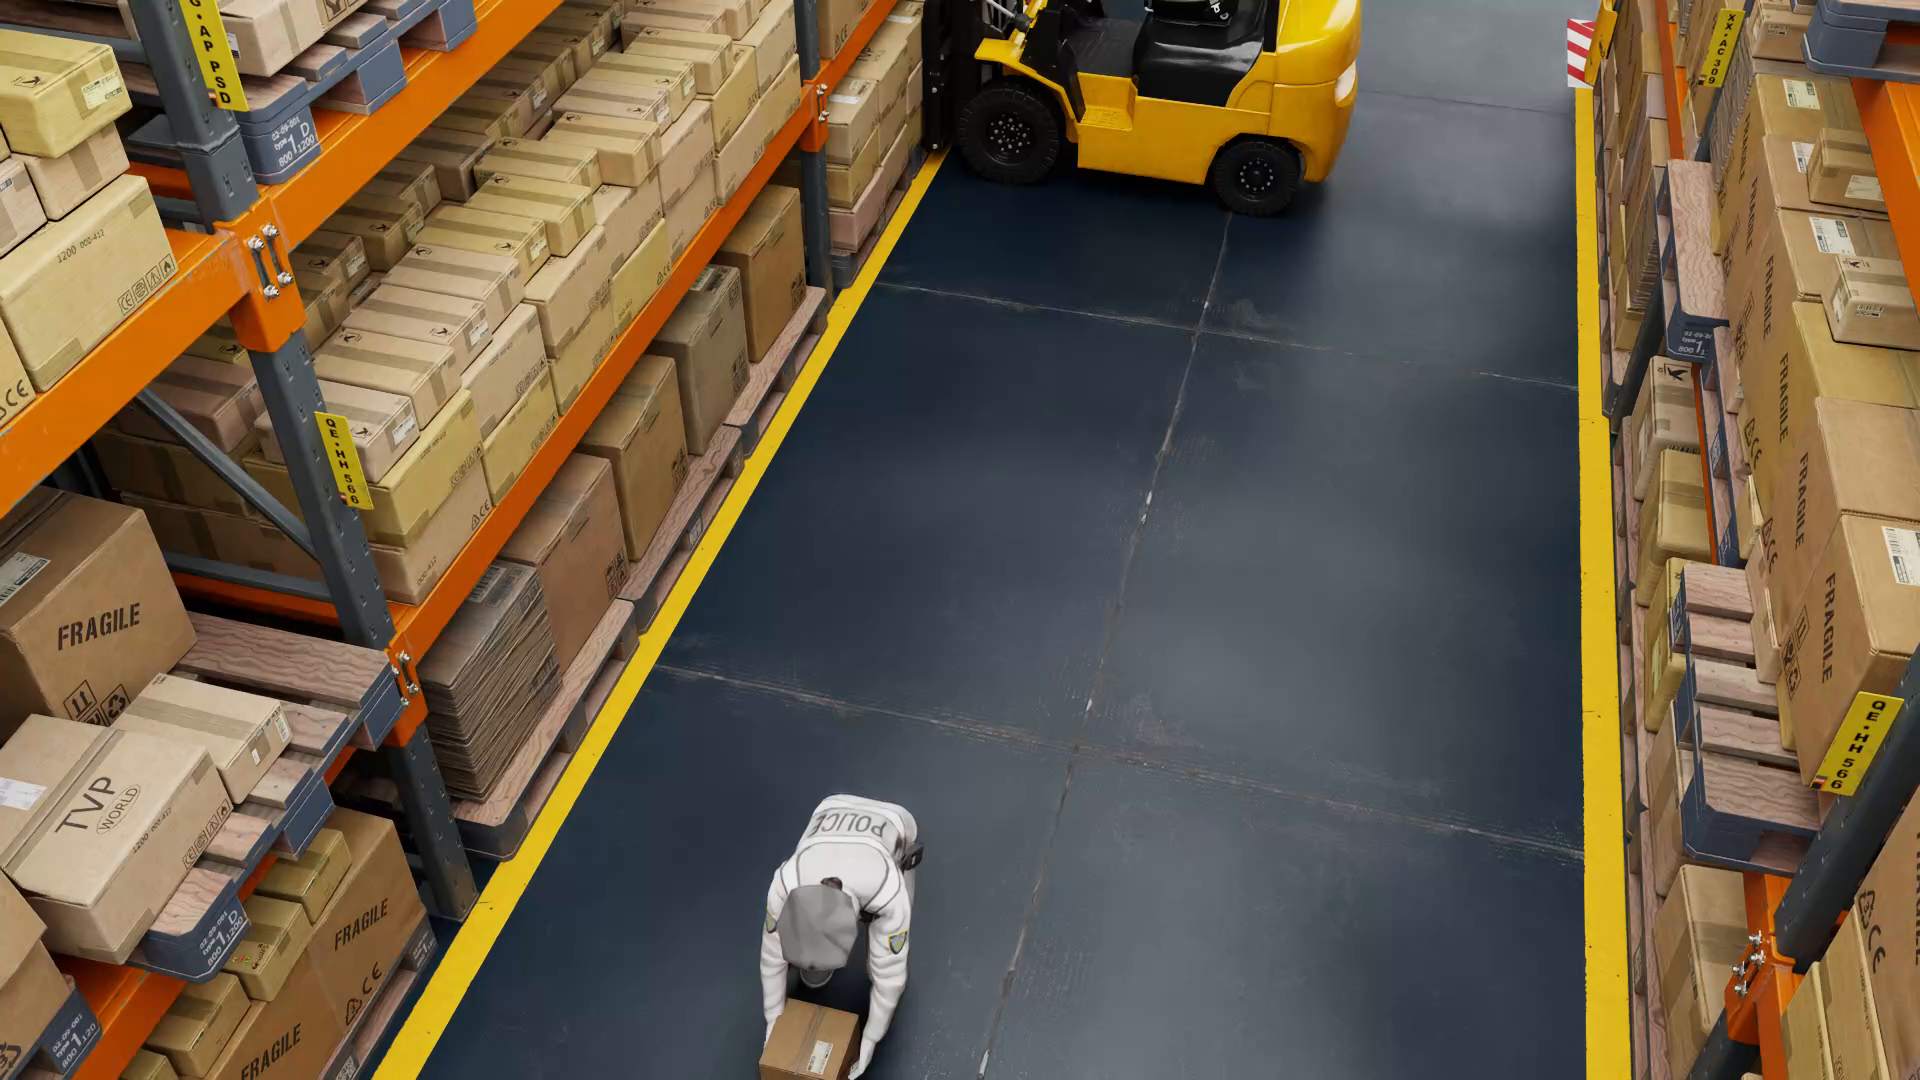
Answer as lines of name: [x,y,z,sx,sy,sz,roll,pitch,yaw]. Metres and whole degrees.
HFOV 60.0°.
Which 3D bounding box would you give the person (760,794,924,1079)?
person: [-0.366,1.212,5.350,0.487,0.915,0.853,10,42,11]
